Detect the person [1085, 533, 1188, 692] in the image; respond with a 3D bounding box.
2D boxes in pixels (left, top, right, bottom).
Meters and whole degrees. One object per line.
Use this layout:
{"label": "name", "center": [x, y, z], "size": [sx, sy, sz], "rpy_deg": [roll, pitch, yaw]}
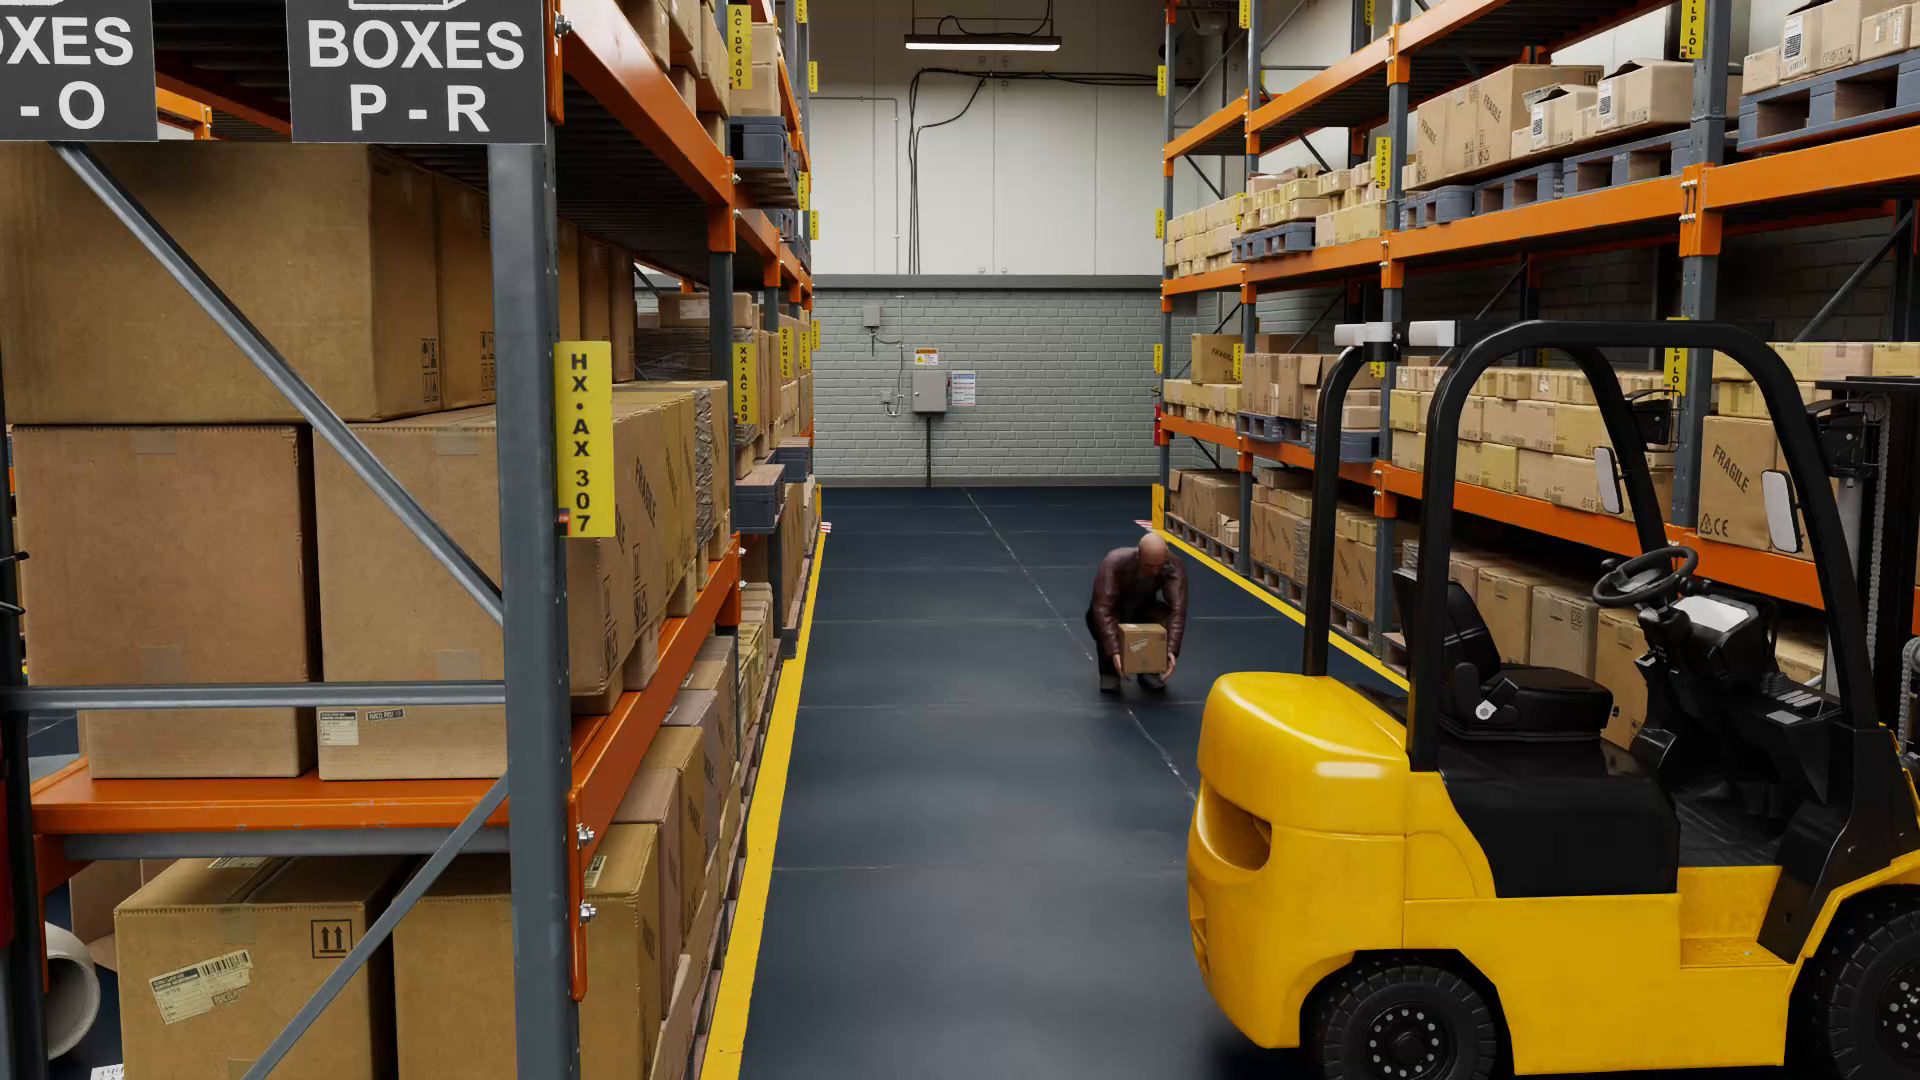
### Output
{"label": "person", "center": [1.064, 0.423, 10.058], "size": [0.607, 0.997, 0.894], "rpy_deg": [0, 7, -4]}
